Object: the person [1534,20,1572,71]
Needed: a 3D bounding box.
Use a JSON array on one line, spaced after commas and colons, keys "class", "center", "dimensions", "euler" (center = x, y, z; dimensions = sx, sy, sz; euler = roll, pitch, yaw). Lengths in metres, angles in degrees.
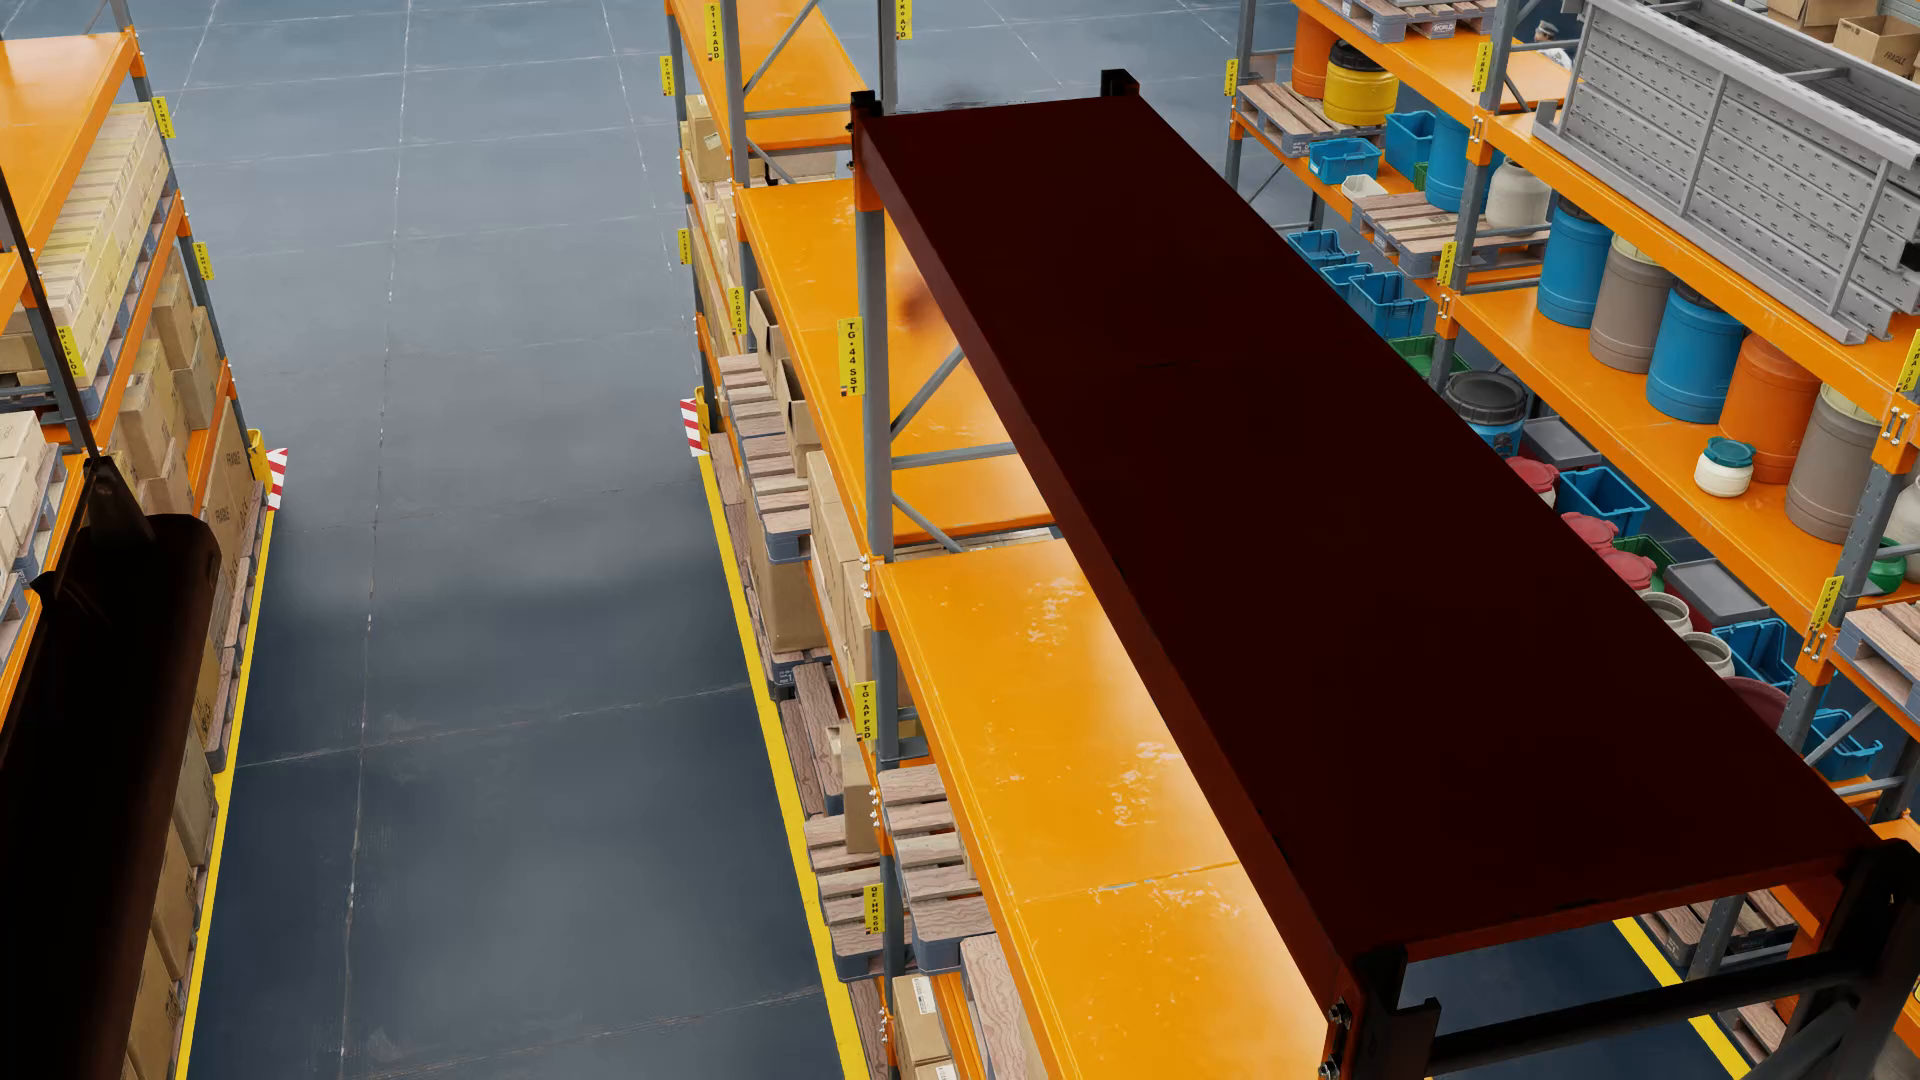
[{"class": "person", "center": [7.330, -5.642, 20.854], "dimensions": [0.828, 1.727, 0.637], "euler": [1, 34, 1]}]
